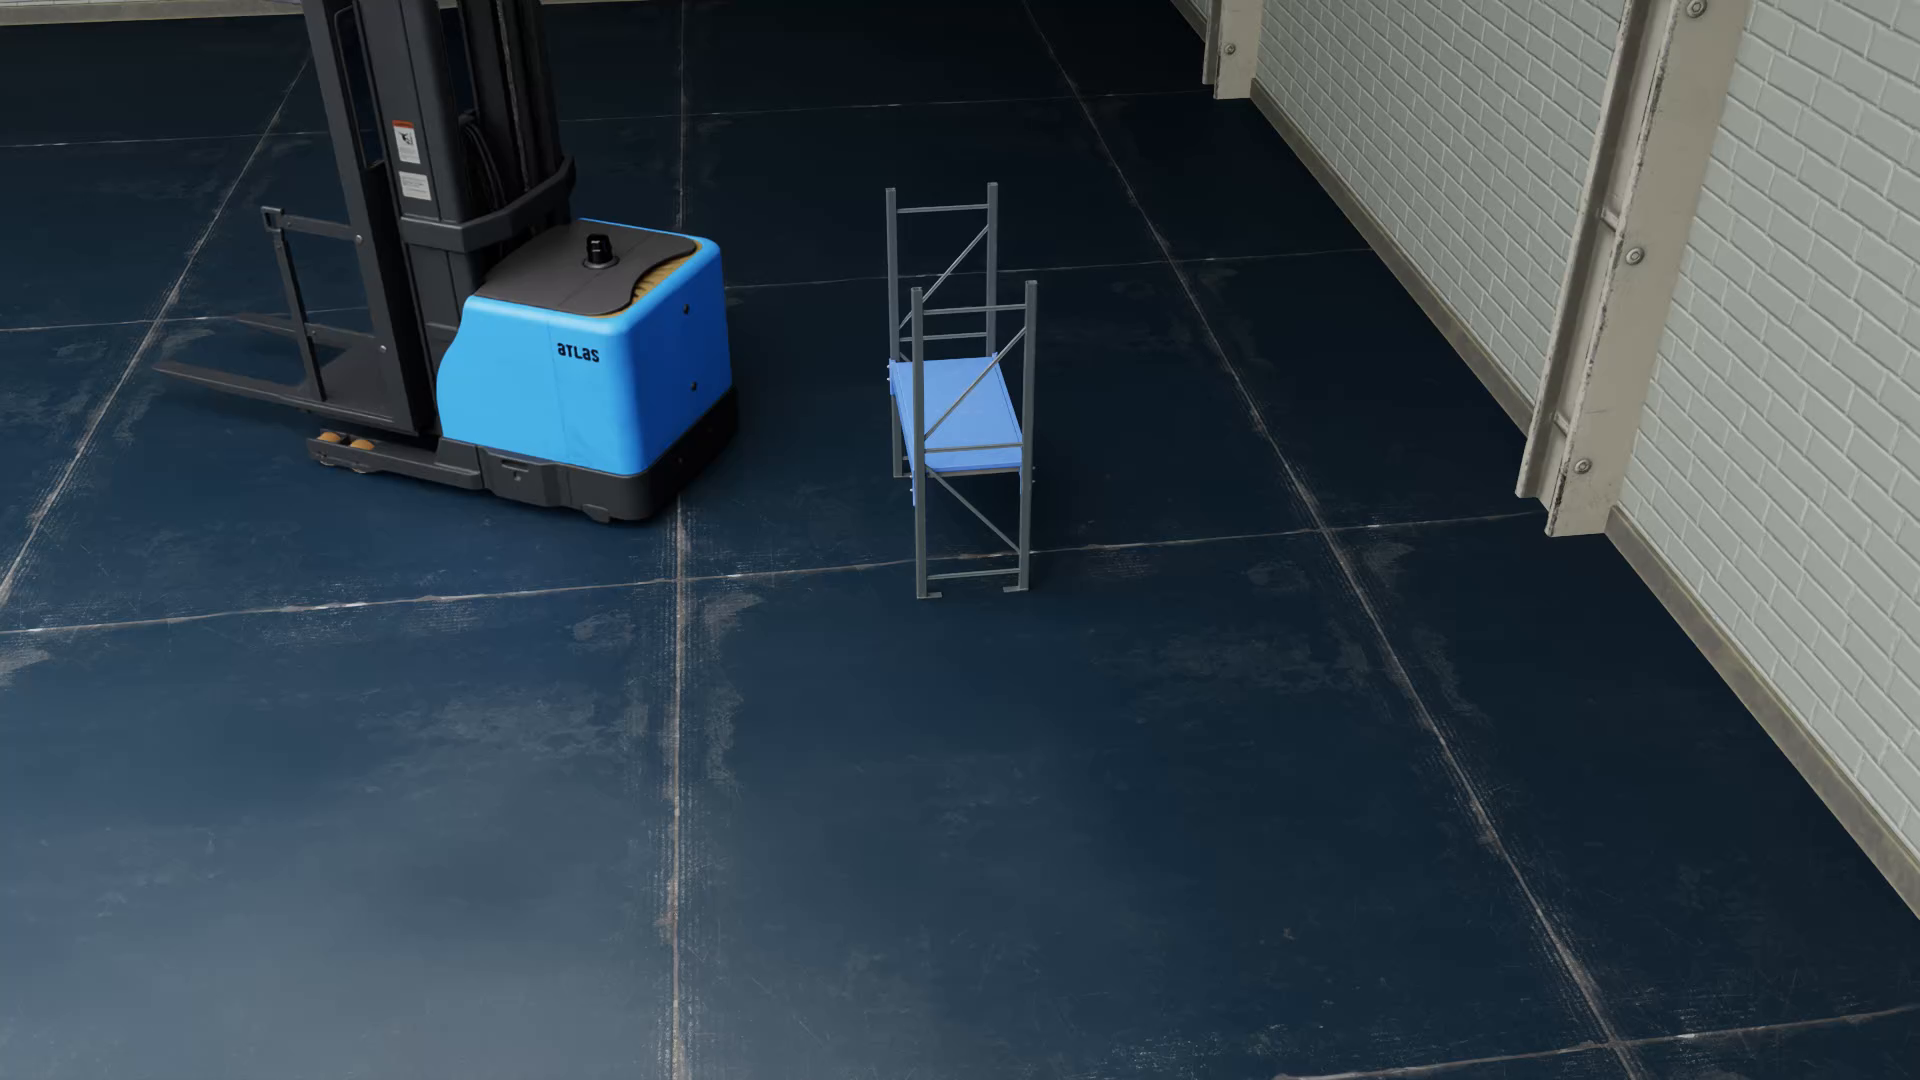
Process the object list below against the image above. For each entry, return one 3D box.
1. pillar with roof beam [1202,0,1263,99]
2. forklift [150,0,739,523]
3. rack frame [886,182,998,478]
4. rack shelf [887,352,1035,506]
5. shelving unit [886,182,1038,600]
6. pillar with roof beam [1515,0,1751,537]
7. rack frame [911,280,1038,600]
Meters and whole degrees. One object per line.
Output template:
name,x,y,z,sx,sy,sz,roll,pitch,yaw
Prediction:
pillar with roof beam,-2.194,-6.877,9.851,9.100,9.000,0.400,-4,35,-6
forklift,-2.699,-1.804,7.795,3.031,2.935,1.130,12,36,17
rack frame,-0.080,-0.951,7.814,0.500,1.500,0.032,-4,35,-6
rack shelf,-0.011,-0.519,7.499,0.538,0.185,1.000,-4,35,-6
shelving unit,-0.011,-0.667,7.397,0.538,1.500,1.048,-4,35,-6
pillar with roof beam,-1.387,-3.529,4.938,9.100,9.000,0.400,-4,35,-6
rack frame,0.057,-0.384,6.981,0.500,1.500,0.032,-4,35,-6
